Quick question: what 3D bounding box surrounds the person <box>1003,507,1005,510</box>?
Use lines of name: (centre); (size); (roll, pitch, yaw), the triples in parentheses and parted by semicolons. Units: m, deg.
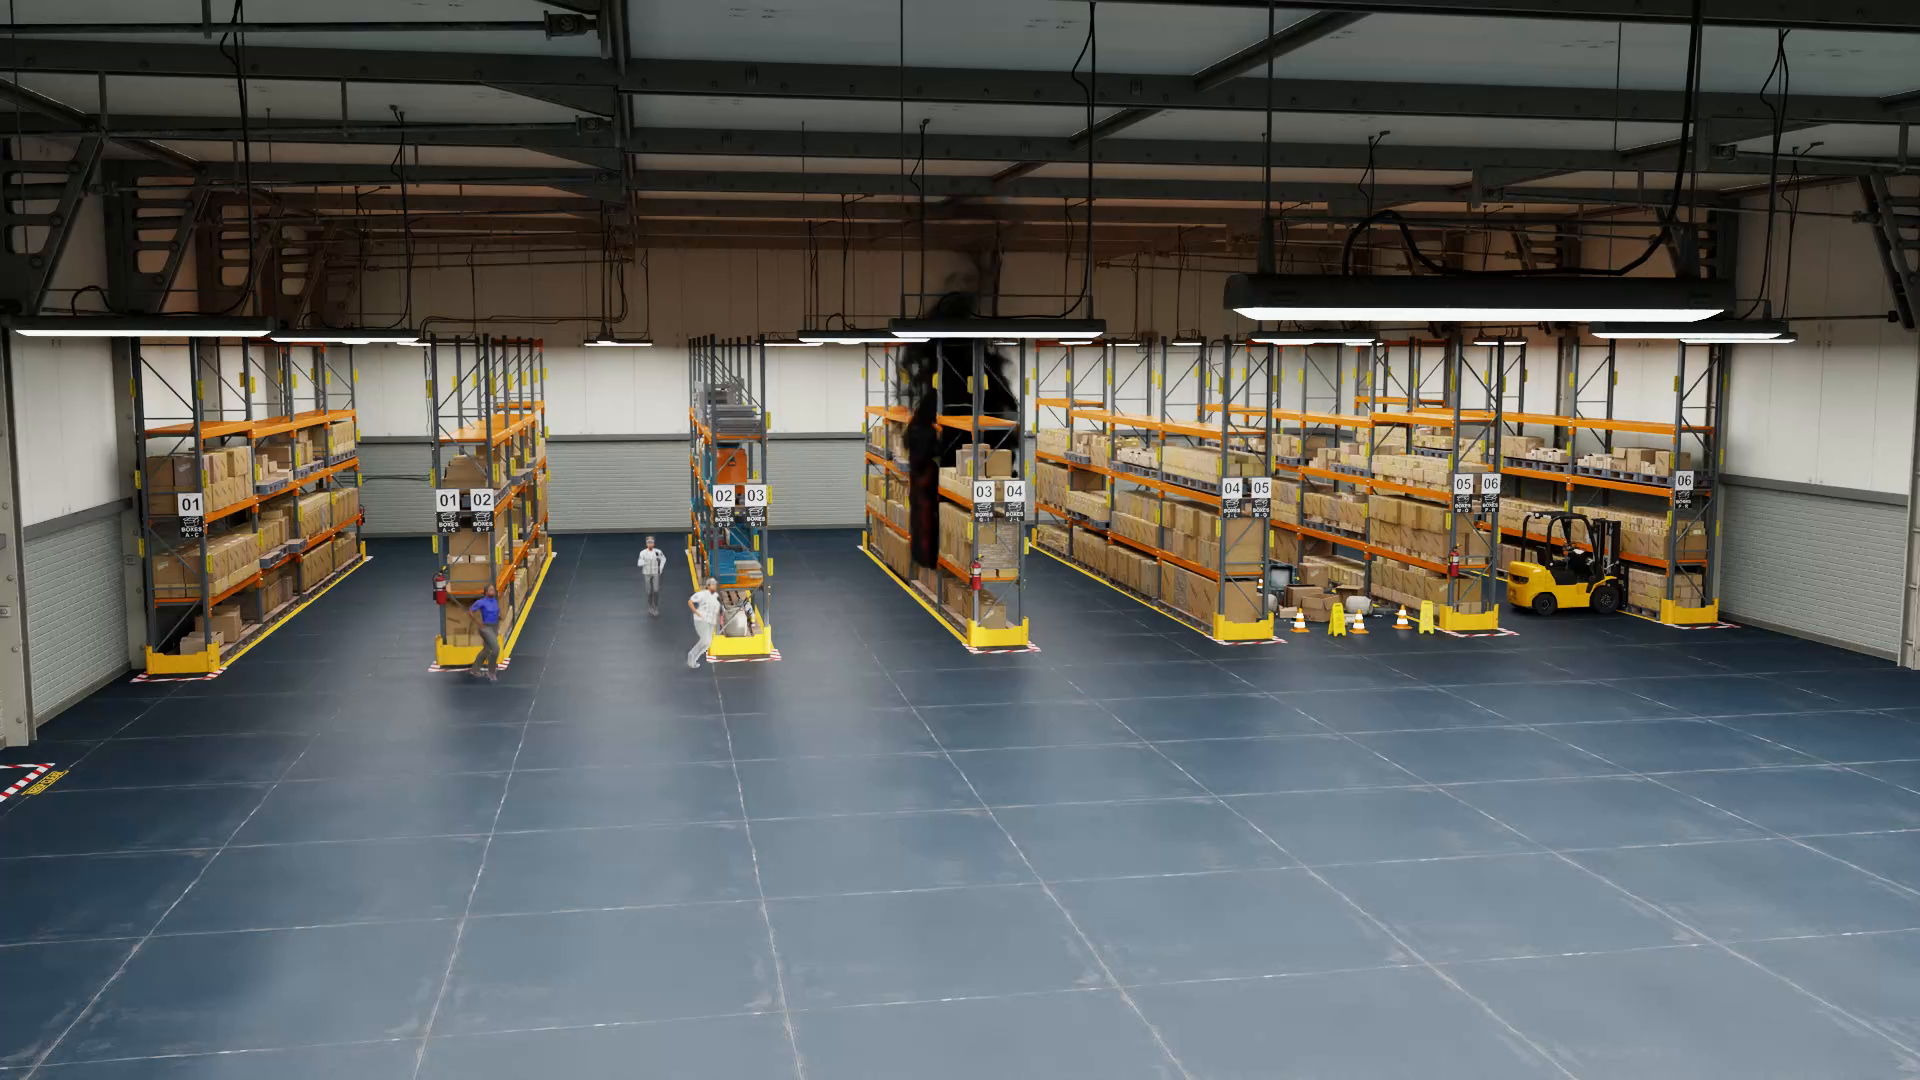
person: (1.439, -0.361, 45.919); (0.564, 1.716, 0.775); (-1, 7, -8)

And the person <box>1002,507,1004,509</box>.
person: (0.905, -0.685, 48.238); (0.762, 1.792, 0.933); (4, 8, 33)

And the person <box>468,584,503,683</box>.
person: (-8.203, 1.616, 28.864); (0.656, 1.719, 0.603); (2, 7, 18)

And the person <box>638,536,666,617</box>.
person: (-6.641, 0.779, 35.834); (0.592, 1.734, 0.684); (-1, 7, -8)

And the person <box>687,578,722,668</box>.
person: (-4.597, 1.486, 29.991); (0.574, 1.593, 0.685); (5, 8, 36)
